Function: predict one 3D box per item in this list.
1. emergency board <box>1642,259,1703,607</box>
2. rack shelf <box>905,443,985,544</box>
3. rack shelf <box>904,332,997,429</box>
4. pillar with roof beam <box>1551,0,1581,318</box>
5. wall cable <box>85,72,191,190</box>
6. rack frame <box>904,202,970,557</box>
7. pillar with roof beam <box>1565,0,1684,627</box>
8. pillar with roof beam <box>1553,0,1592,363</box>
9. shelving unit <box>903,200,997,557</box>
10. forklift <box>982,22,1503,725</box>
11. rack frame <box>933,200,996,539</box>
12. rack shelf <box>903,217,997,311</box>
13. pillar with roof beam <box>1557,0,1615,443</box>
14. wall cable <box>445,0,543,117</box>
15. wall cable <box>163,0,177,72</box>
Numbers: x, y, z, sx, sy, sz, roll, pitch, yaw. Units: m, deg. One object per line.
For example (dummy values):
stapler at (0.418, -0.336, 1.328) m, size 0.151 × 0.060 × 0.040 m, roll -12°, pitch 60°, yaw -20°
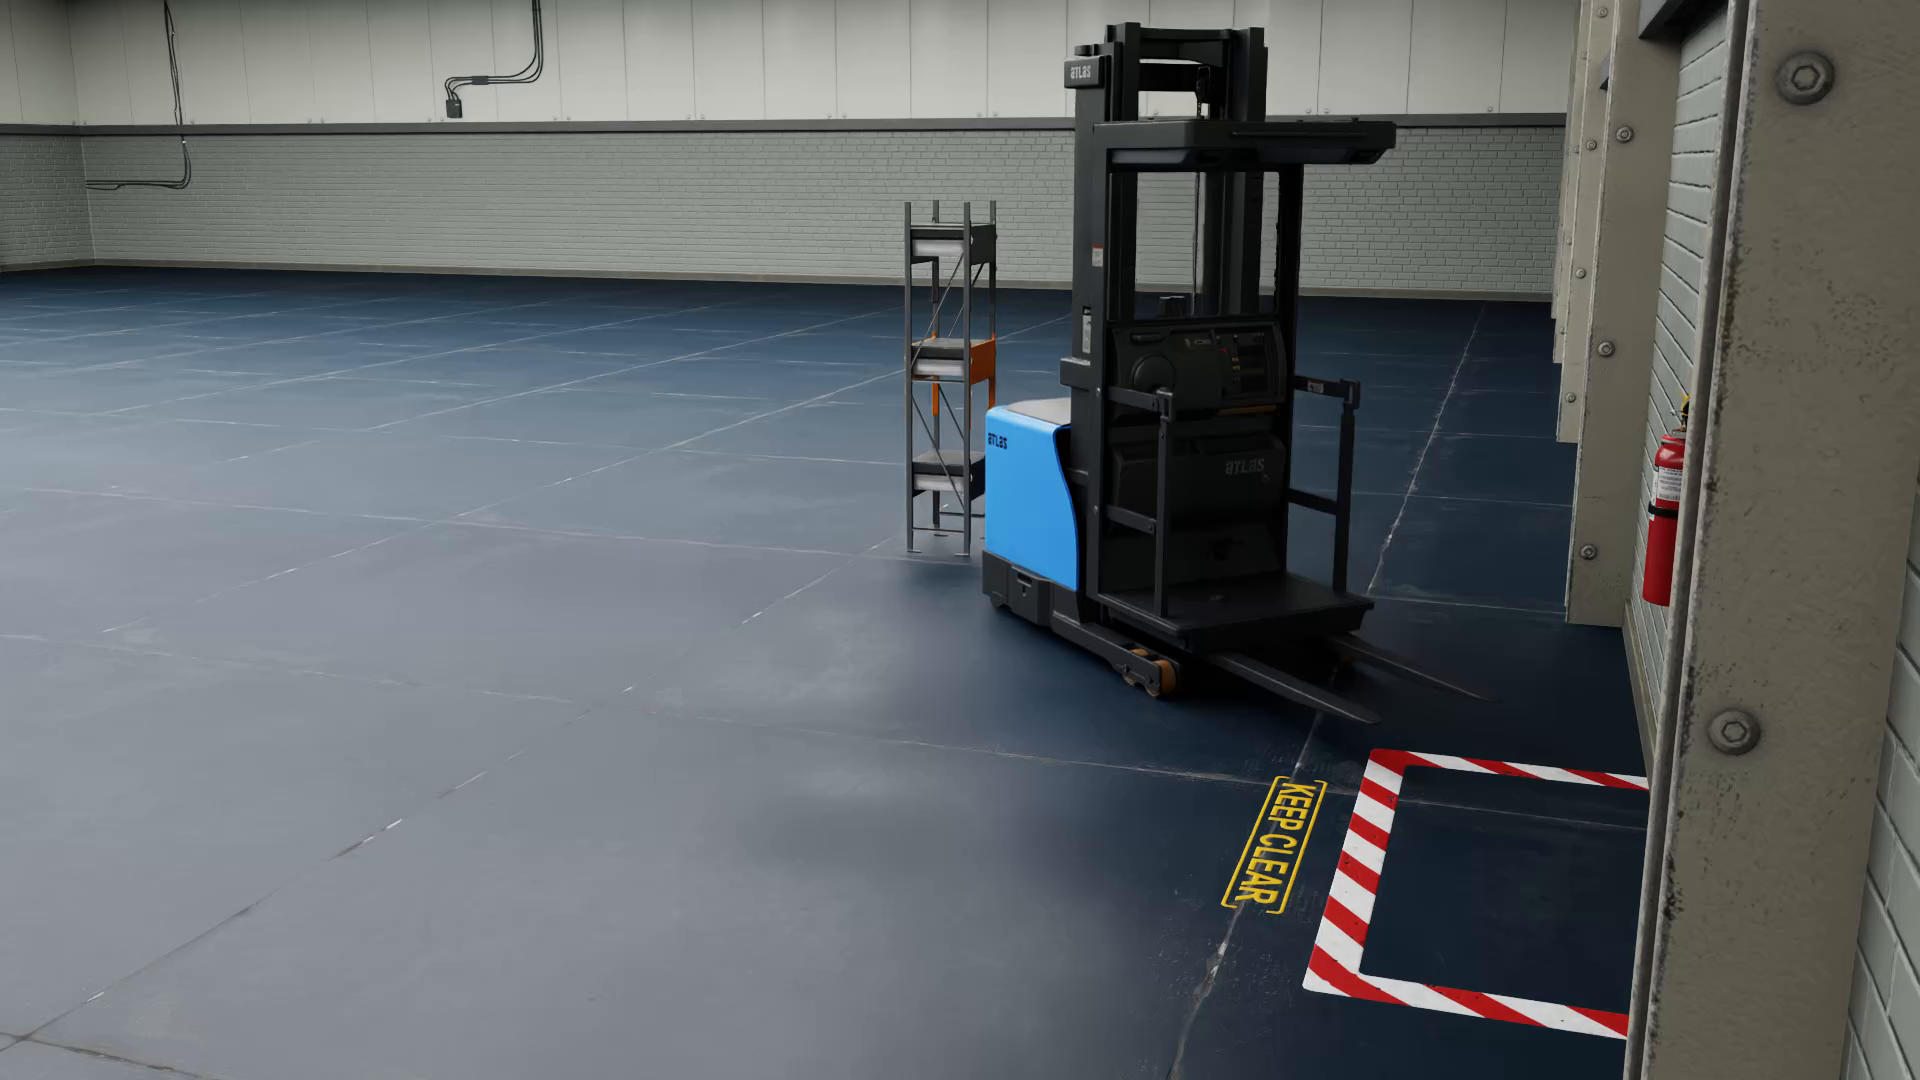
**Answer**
emergency board at (2.241, -0.319, 5.145) m, size 0.194 × 1.169 × 0.643 m, roll 4°, pitch 14°, yaw 18°
rack shelf at (-0.054, -0.293, 10.260) m, size 0.431 × 0.518 × 0.480 m, roll 4°, pitch 14°, yaw 18°
rack shelf at (-0.054, -0.976, 10.105) m, size 0.431 × 0.518 × 0.480 m, roll 4°, pitch 14°, yaw 18°
pillar with roof beam at (5.098, -8.089, 25.707) m, size 9.100 × 9.000 × 0.400 m, roll 4°, pitch 14°, yaw 18°
wall cable at (-18.430, -9.059, 36.932) m, size 3.097 × 2.526 × 0.112 m, roll 4°, pitch 14°, yaw 18°
rack frame at (-0.133, -0.937, 9.876) m, size 0.400 × 2.100 × 0.015 m, roll 4°, pitch 14°, yaw 18°
pillar with roof beam at (-0.726, -4.300, 9.103) m, size 9.100 × 9.000 × 0.400 m, roll 4°, pitch 14°, yaw 18°
pillar with roof beam at (3.156, -6.826, 20.172) m, size 9.100 × 9.000 × 0.400 m, roll 4°, pitch 14°, yaw 18°
shelving unit at (-0.054, -0.989, 10.102) m, size 0.431 × 2.100 × 0.503 m, roll 4°, pitch 14°, yaw 18°
forklift at (1.218, -0.840, 7.581) m, size 1.130 × 2.935 × 3.031 m, roll -6°, pitch 14°, yaw -25°
rack frame at (0.025, -1.040, 10.327) m, size 0.400 × 2.100 × 0.015 m, roll 4°, pitch 14°, yaw 18°
rack shelf at (-0.054, -1.658, 9.949) m, size 0.431 × 0.518 × 0.480 m, roll 4°, pitch 14°, yaw 18°
pillar with roof beam at (1.215, -5.563, 14.637) m, size 9.100 × 9.000 × 0.400 m, roll 4°, pitch 14°, yaw 18°
wall cable at (-9.452, -11.544, 33.199) m, size 2.305 × 6.003 × 0.169 m, roll 4°, pitch 14°, yaw 18°
wall cable at (-15.870, -11.326, 35.516) m, size 3.097 × 2.526 × 0.112 m, roll 4°, pitch 14°, yaw 18°
